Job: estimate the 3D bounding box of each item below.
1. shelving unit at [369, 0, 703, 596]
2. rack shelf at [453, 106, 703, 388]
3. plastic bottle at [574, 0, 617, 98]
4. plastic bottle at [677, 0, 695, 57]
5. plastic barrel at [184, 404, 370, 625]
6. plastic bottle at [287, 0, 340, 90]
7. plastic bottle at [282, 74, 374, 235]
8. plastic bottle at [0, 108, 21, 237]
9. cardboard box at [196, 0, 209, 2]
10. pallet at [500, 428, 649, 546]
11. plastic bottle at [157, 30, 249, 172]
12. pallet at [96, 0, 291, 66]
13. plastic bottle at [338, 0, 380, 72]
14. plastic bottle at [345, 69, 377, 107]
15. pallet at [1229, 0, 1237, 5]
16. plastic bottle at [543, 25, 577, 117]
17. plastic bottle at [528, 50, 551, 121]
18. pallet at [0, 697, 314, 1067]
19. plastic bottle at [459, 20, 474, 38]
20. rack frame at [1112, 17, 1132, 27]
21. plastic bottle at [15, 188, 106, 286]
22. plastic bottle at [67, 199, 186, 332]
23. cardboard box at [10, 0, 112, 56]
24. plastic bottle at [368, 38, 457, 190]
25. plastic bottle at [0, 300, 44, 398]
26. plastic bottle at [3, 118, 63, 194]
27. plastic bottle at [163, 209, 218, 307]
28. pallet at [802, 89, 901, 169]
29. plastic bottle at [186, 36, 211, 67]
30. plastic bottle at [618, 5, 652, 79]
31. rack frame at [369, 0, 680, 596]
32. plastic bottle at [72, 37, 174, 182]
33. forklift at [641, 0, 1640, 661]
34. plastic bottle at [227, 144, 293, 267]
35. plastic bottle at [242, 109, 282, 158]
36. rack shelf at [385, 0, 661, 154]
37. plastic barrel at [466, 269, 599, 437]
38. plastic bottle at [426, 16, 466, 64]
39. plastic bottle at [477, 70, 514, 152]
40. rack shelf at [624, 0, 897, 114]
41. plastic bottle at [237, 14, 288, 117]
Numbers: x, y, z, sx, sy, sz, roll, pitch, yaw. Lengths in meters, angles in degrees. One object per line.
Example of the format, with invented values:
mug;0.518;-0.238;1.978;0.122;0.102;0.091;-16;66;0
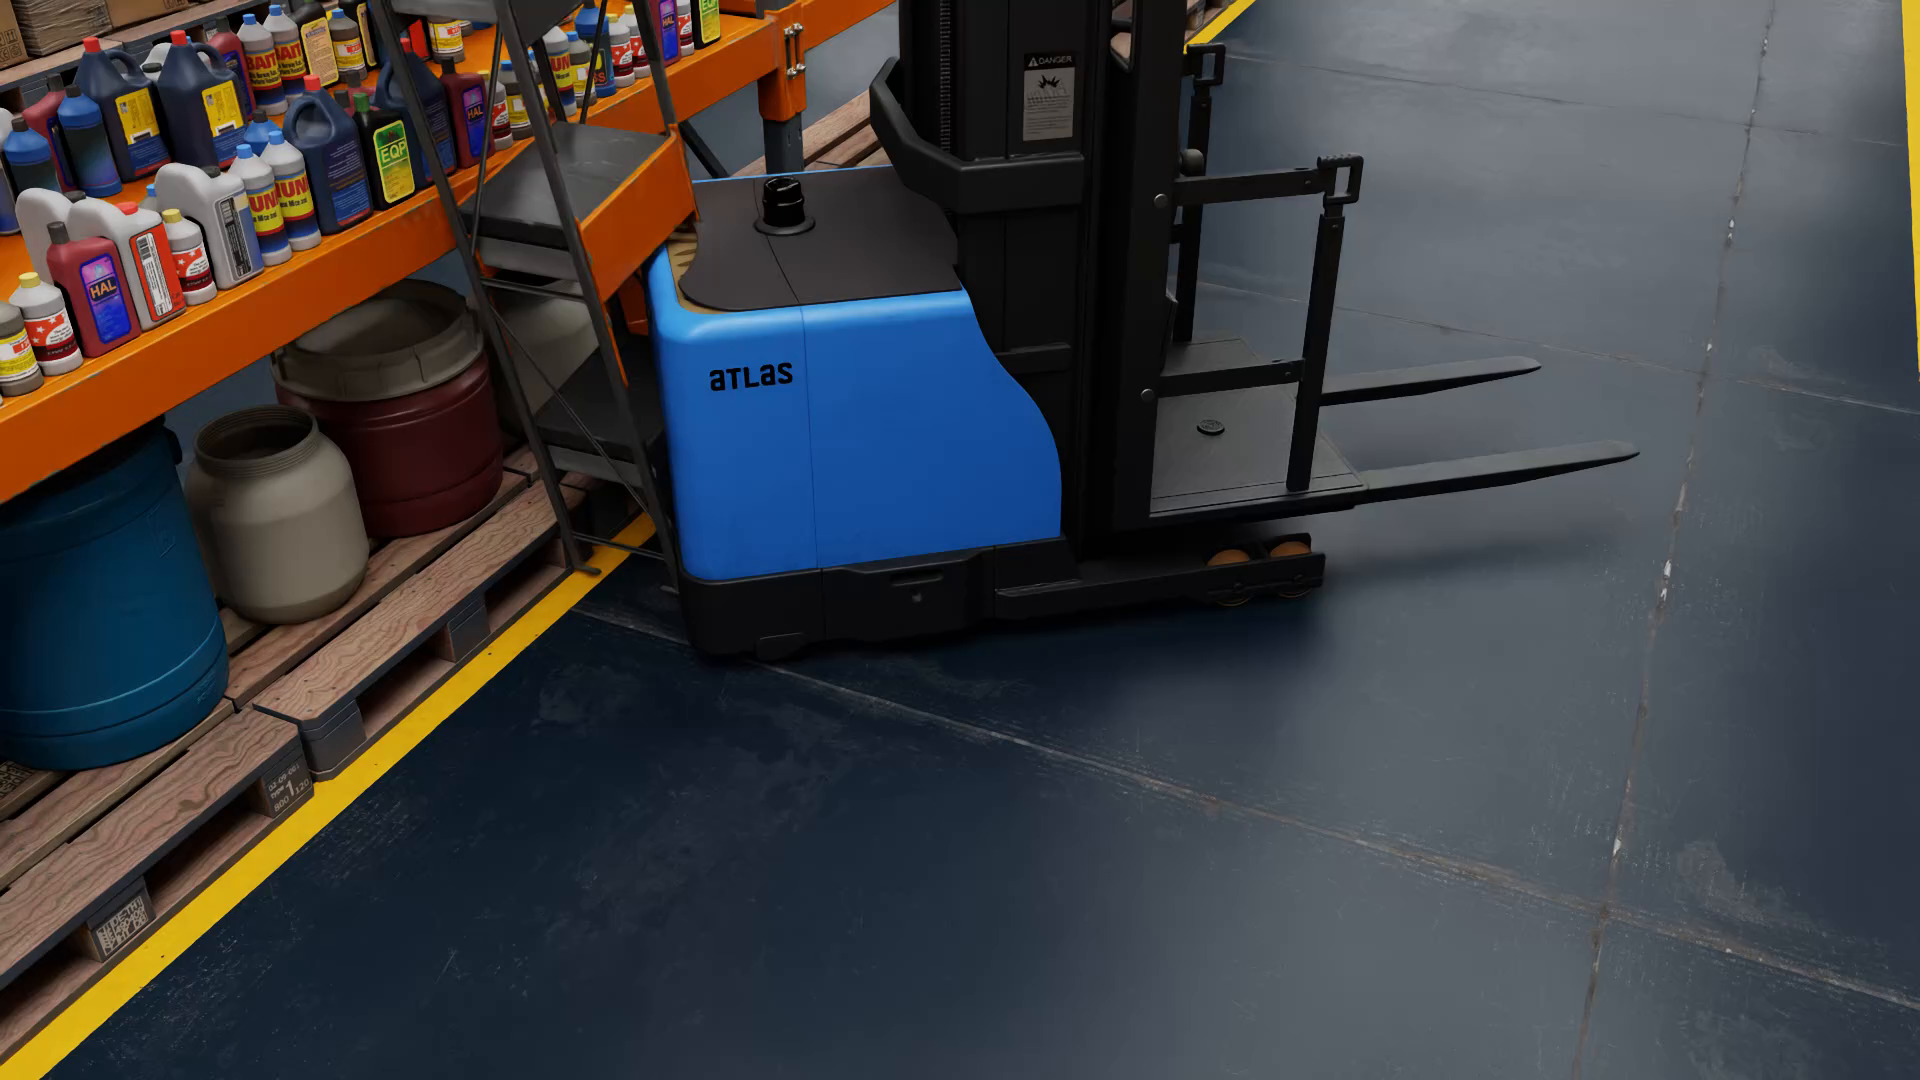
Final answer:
shelving unit;-1.000;-0.800;4.449;0.431;2.100;0.503;13;47;21
rack shelf;-0.999;-0.790;4.458;0.431;0.518;0.480;13;47;21
plastic bottle;-1.057;-1.426;4.807;0.097;0.271;0.097;0;33;0
plastic bottle;-0.879;-1.609;5.149;0.097;0.201;0.097;0;33;0
plastic barrel;-1.849;-0.068;4.504;0.421;0.512;0.421;0;33;0
plastic bottle;-1.894;-1.453;4.836;0.061;0.283;0.133;14;36;20
plastic bottle;-1.530;-0.927;3.973;0.144;0.351;0.185;14;36;20
plastic bottle;-2.317;-0.886;3.979;0.152;0.276;0.135;14;36;20
cardboard box;-4.584;-3.499;9.729;0.700;0.500;0.500;11;35;16
pallet;-1.324;-0.476;5.783;1.003;0.211;1.213;14;36;20
plastic bottle;-1.963;-1.145;4.306;0.144;0.351;0.185;14;36;20
pallet;-4.691;-3.009;9.646;1.003;0.211;1.213;14;36;20
plastic bottle;-1.798;-1.568;5.011;0.061;0.283;0.133;14;36;20
plastic bottle;-1.500;-1.068;4.250;0.061;0.283;0.133;14;36;20
pallet;1.469;-3.805;10.861;1.003;0.211;1.213;14;36;20
plastic bottle;-1.138;-1.329;4.659;0.097;0.271;0.097;0;33;0
plastic bottle;-1.179;-1.251;4.604;0.097;0.201;0.097;0;33;0
pallet;-2.345;0.739;3.930;1.003;0.211;1.213;14;36;20
plastic bottle;-1.621;-1.720;5.319;0.097;0.201;0.097;0;33;0
rack frame;0.641;-4.037;8.670;1.000;3.000;0.127;14;36;20
plastic bottle;-1.917;-0.639;3.603;0.152;0.276;0.135;14;36;20
plastic bottle;-1.779;-0.605;3.550;0.152;0.276;0.135;14;36;20
cardboard box;-5.048;-2.937;8.872;0.700;0.500;0.500;11;35;17
plastic bottle;-1.397;-1.085;4.215;0.144;0.351;0.185;14;36;20
plastic bottle;-1.899;-0.394;3.297;0.097;0.201;0.097;0;33;0
plastic bottle;-2.196;-0.865;3.951;0.097;0.271;0.097;0;33;0
plastic bottle;-1.705;-0.625;3.649;0.097;0.201;0.097;0;33;0
pallet;-0.161;-1.861;7.895;1.003;0.211;1.213;14;36;20
plastic bottle;-2.063;-1.223;4.496;0.097;0.271;0.097;0;33;0
plastic bottle;-0.975;-1.494;4.974;0.097;0.201;0.097;0;33;0
rack frame;-1.099;-0.641;4.293;0.400;2.100;0.015;13;47;21
plastic bottle;-2.157;-1.113;4.257;0.144;0.351;0.185;14;36;20
forklift;0.607;-1.304;4.565;3.031;2.935;1.130;-7;34;-11
plastic bottle;-1.608;-0.770;3.806;0.097;0.271;0.097;0;33;0
plastic bottle;-1.658;-0.900;4.004;0.097;0.271;0.097;0;33;0
rack shelf;-1.072;-1.301;3.984;0.431;0.518;0.480;13;47;21
plastic barrel;-1.376;-0.630;5.362;0.421;0.512;0.421;0;33;0
plastic bottle;-1.579;-1.570;5.090;0.097;0.201;0.097;0;33;0
plastic bottle;-1.260;-1.154;4.456;0.097;0.201;0.097;0;33;0
rack shelf;-0.195;-2.740;7.349;1.077;0.370;4.000;14;36;20
plastic bottle;-1.967;-1.337;4.672;0.097;0.271;0.097;0;33;0
